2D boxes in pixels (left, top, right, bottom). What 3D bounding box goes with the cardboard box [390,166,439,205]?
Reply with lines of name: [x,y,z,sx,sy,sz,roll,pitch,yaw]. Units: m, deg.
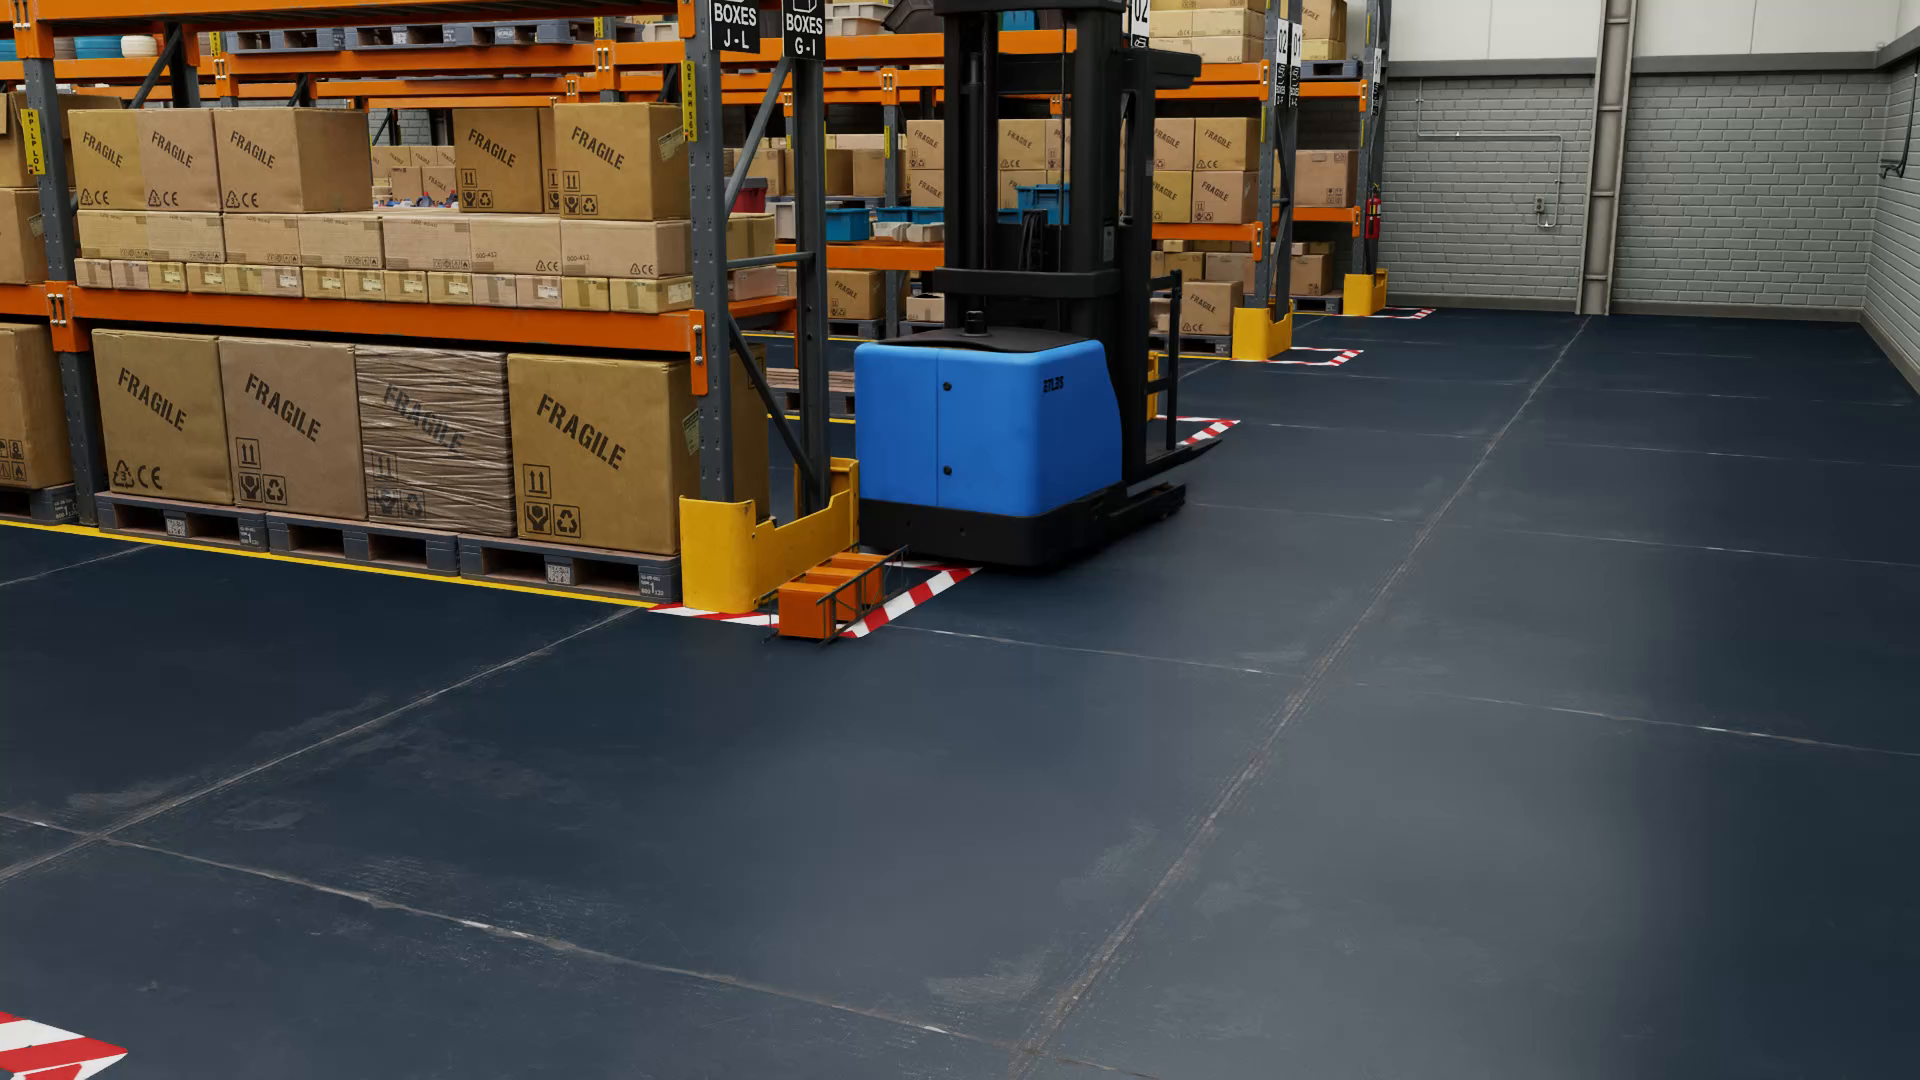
cardboard box: [-6.676,-4.371,20.600,0.500,0.500,0.500,7,15,27]

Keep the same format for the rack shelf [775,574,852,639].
rack shelf: [-0.614,0.283,7.012,0.240,0.215,0.259,4,14,18]

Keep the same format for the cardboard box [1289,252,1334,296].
cardboard box: [4.441,-3.402,21.240,0.500,0.500,0.700,6,14,23]

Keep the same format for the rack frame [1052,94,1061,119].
rack frame: [1.464,-4.741,22.392,0.127,3.000,1.000,6,14,23]

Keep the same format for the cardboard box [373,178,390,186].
cardboard box: [-9.190,-5.676,26.664,0.500,0.250,0.500,5,14,22]

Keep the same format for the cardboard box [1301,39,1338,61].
cardboard box: [4.345,-6.023,20.483,0.500,0.250,0.500,6,15,25]

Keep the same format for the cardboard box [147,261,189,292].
cardboard box: [-3.937,-1.369,8.574,0.250,0.149,0.380,6,15,25]

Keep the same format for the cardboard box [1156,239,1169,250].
cardboard box: [2.778,-3.936,22.094,0.250,0.149,0.380,5,14,21]

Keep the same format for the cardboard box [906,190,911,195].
cardboard box: [-0.579,-4.780,23.065,0.250,0.149,0.380,6,14,24]

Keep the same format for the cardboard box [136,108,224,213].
cardboard box: [-3.773,-1.929,8.445,0.500,0.500,0.500,6,14,23]

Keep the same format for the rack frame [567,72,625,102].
rack frame: [-4.196,-4.076,19.559,0.127,3.000,1.000,6,14,23]

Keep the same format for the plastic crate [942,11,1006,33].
plastic crate: [0.091,-3.690,11.813,0.336,0.188,0.450,6,14,23]

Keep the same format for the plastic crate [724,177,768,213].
plastic crate: [-1.834,-2.597,12.984,0.583,0.464,0.402,6,14,23]

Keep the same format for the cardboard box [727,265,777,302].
cardboard box: [-1.088,-1.246,8.050,0.250,0.149,0.380,6,14,24]

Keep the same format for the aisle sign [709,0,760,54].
aisle sign: [-0.953,-2.463,6.995,0.004,0.787,0.394,6,14,23]

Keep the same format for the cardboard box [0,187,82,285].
cardboard box: [-5.093,-1.672,9.095,0.500,0.500,0.500,6,14,23]

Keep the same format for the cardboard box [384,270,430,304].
cardboard box: [-2.528,-1.227,7.967,0.250,0.149,0.380,6,14,23]

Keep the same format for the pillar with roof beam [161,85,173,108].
pillar with roof beam: [-15.746,-8.544,25.467,0.400,9.000,9.100,6,14,23]

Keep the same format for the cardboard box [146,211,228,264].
cardboard box: [-3.778,-1.564,8.529,0.500,0.250,0.500,6,14,23]

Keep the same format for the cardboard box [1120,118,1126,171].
cardboard box: [1.662,-3.948,16.608,0.500,0.500,0.500,6,15,25]

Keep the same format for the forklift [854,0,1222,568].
forklift: [0.623,-1.583,9.086,1.130,2.935,3.031,7,15,28]

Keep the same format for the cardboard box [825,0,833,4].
cardboard box: [-1.590,-5.587,18.076,0.600,0.600,0.600,6,14,23]

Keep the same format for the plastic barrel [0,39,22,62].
plastic barrel: [-9.310,-5.114,16.321,0.708,0.901,0.600,6,14,23]

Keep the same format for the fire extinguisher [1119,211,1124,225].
fire extinguisher: [1.063,-1.973,11.584,0.183,0.674,0.296,6,14,23]

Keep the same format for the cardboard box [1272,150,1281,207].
cardboard box: [3.982,-4.627,21.250,0.700,0.700,0.980,6,14,23]

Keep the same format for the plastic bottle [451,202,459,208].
plastic bottle: [-4.170,-2.694,13.943,0.135,0.276,0.152,6,14,23]

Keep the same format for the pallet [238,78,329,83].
pallet: [-8.643,-5.937,21.117,1.213,0.211,1.003,6,14,23]

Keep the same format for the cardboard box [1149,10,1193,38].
cardboard box: [2.088,-5.007,16.194,0.500,0.250,0.500,6,14,23]

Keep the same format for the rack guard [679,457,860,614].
rack guard: [-0.875,-0.048,7.864,0.348,0.500,1.175,6,14,23]

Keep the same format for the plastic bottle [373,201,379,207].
plastic bottle: [-5.001,-2.769,14.273,0.097,0.271,0.097,0,13,0]

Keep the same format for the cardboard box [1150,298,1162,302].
cardboard box: [1.822,-2.413,17.529,0.500,0.250,0.500,6,14,23]

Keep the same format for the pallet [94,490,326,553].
pallet: [-3.891,-0.193,9.114,1.213,0.211,1.003,6,14,23]

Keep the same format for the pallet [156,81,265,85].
pallet: [-9.755,-6.050,21.599,1.213,0.211,1.003,6,14,23]

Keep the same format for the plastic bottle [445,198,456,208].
plastic bottle: [-4.507,-2.884,14.733,0.133,0.283,0.061,6,14,23]

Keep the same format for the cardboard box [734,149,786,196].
cardboard box: [-2.179,-4.109,18.564,0.500,0.500,0.700,2,13,9]

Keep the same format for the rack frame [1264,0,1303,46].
rack frame: [3.119,-6.256,15.719,0.127,3.000,1.000,6,14,23]

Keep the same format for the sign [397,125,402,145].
sign: [-9.264,-6.683,27.442,0.005,0.325,0.100,6,14,23]

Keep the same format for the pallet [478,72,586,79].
pallet: [-4.852,-5.488,19.426,1.003,0.211,1.213,7,15,26]

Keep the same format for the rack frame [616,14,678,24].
rack frame: [-2.548,-5.592,12.889,0.127,3.000,1.000,6,14,23]

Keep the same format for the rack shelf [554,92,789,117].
rack shelf: [-4.021,-6.406,24.498,4.000,0.370,1.077,6,14,23]

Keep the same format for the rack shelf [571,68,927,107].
rack shelf: [-2.367,-5.001,18.510,4.000,0.370,1.077,6,14,23]

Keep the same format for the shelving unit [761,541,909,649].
shelving unit: [-0.526,0.224,7.264,0.252,0.215,1.050,4,14,18]

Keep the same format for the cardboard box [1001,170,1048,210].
cardboard box: [0.743,-3.557,17.128,0.500,0.500,0.500,6,14,23]

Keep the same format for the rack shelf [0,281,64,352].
rack shelf: [-6.383,-1.472,10.036,4.000,0.370,1.077,6,14,23]

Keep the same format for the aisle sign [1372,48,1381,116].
aisle sign: [5.066,-5.567,20.223,0.004,0.787,0.394,6,14,23]

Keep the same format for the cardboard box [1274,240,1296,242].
cardboard box: [4.173,-3.795,21.493,0.250,0.149,0.380,6,14,23]

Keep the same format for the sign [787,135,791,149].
sign: [-2.404,-5.522,23.360,0.005,0.325,0.100,6,14,23]

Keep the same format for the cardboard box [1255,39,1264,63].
cardboard box: [2.752,-4.824,16.508,0.500,0.250,0.500,6,14,23]

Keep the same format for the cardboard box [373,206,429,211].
cardboard box: [-3.104,-1.628,8.805,0.500,0.250,0.500,6,15,24]

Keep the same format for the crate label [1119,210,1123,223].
crate label: [1.017,-2.341,12.399,0.303,0.233,0.416,6,14,23]
